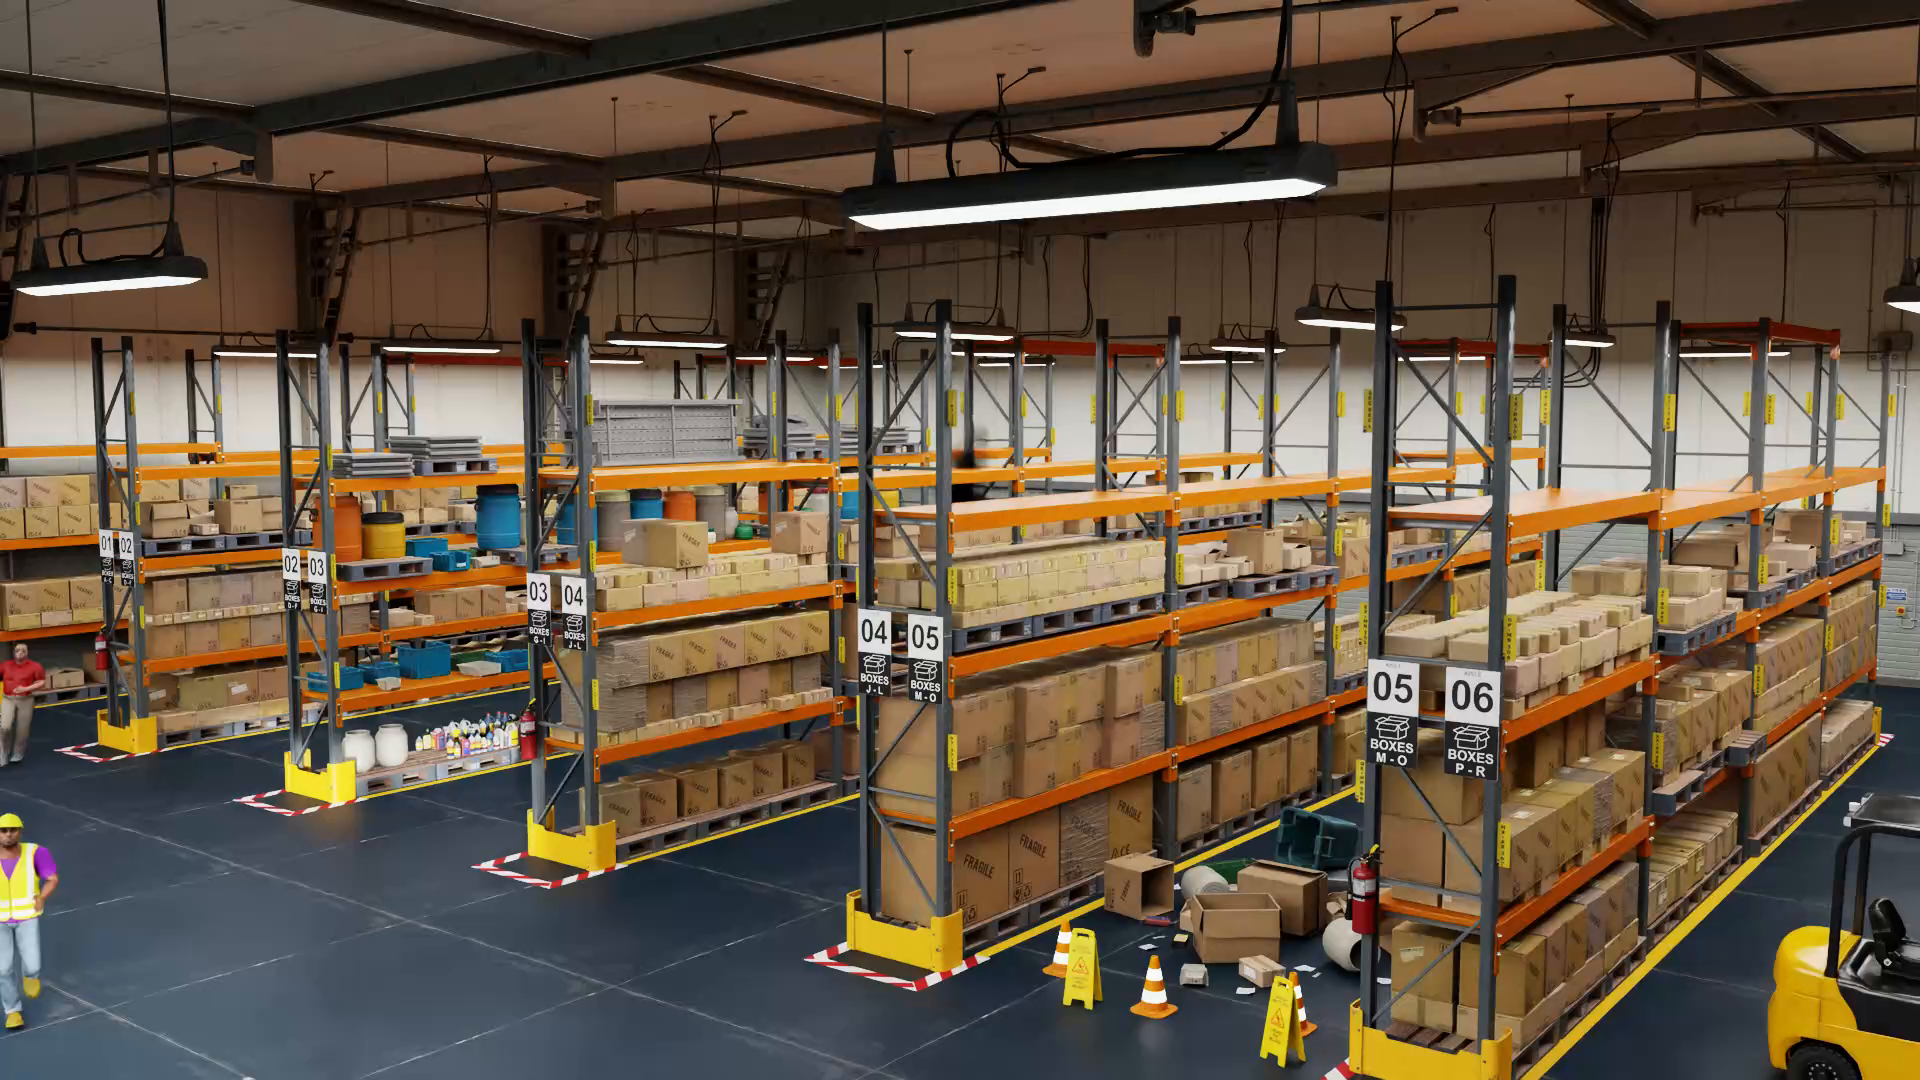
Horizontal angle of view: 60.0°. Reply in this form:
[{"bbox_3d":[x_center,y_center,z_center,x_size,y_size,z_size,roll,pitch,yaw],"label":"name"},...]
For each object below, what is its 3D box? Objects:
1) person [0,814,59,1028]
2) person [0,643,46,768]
[{"bbox_3d":[-7.831,3.114,13.734,0.704,1.720,0.650,-3,6,-28],"label":"person"},{"bbox_3d":[-13.158,2.305,23.270,0.665,1.724,0.633,-2,6,-26],"label":"person"}]
